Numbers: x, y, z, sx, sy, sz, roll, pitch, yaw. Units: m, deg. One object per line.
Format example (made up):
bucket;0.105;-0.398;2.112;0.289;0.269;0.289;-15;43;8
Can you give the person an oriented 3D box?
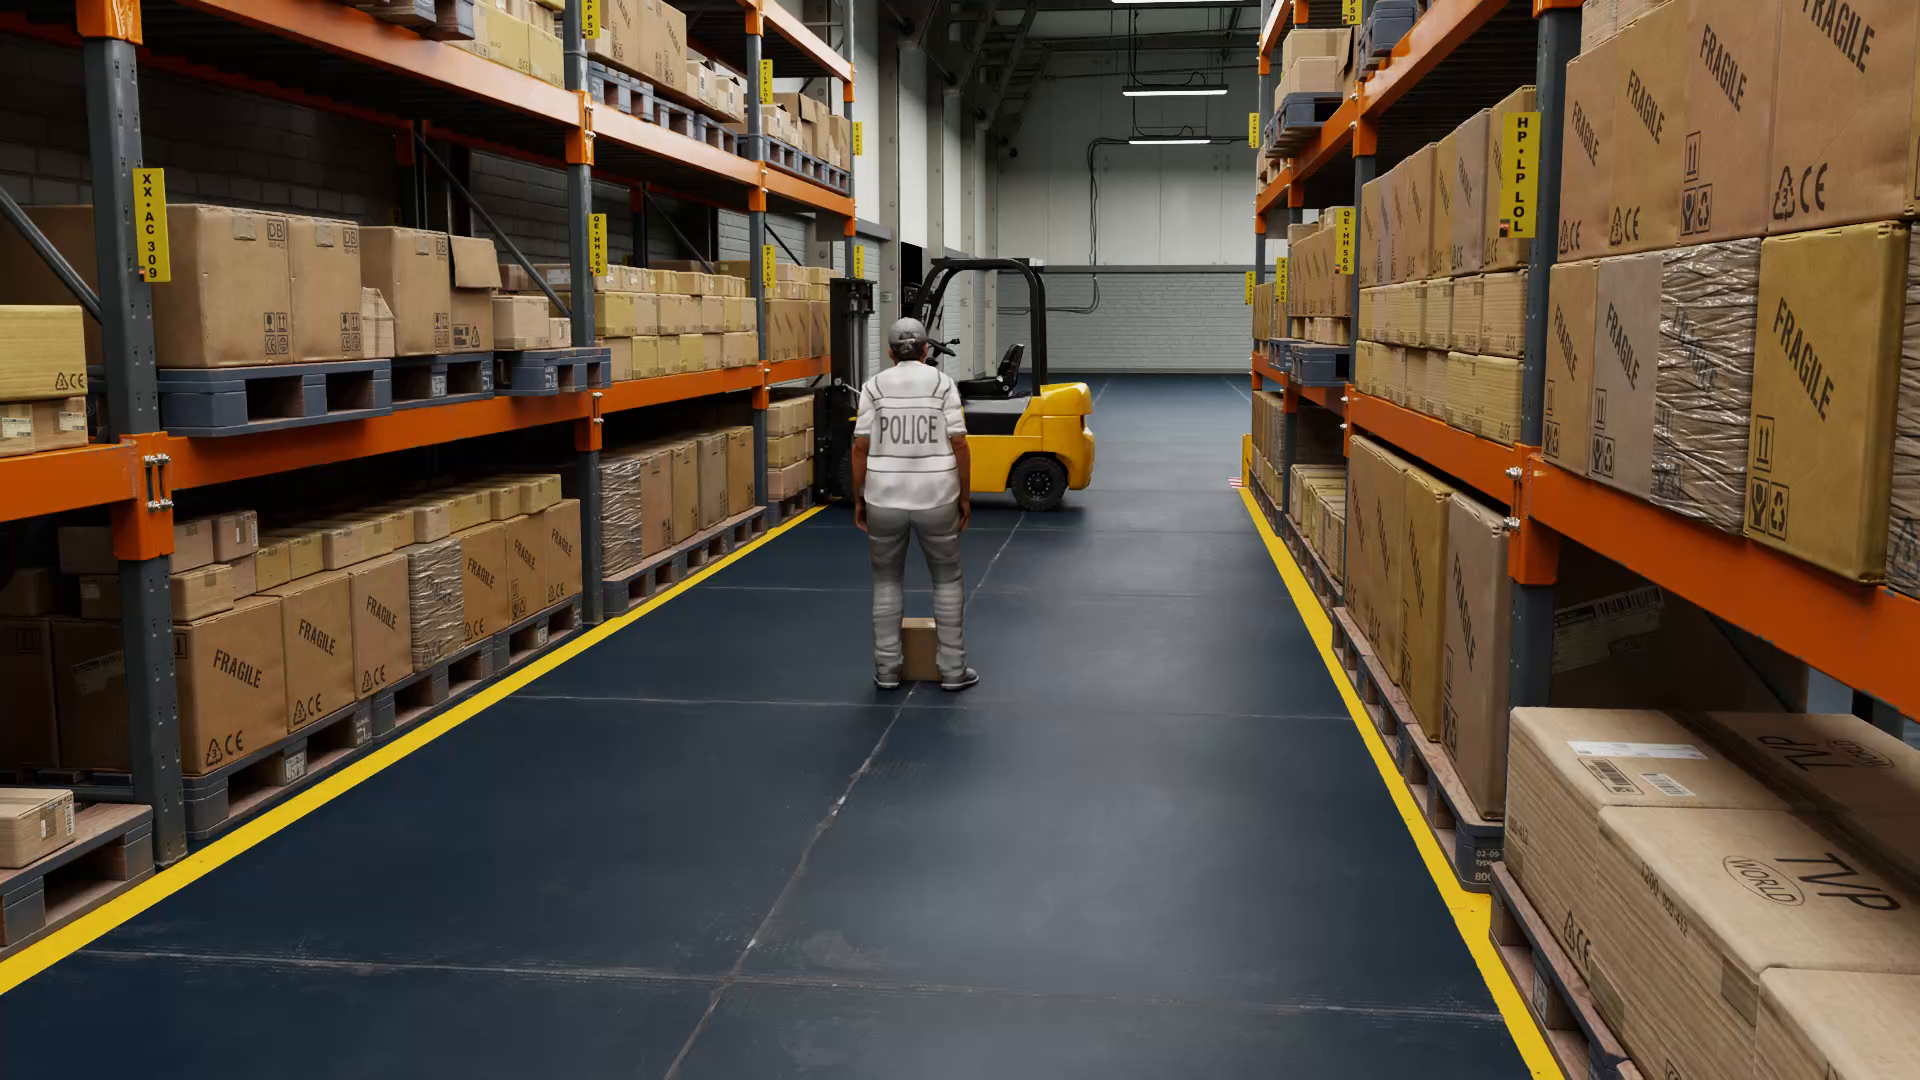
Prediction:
person;-0.199;-0.163;7.481;0.563;1.666;0.457;0;8;3
